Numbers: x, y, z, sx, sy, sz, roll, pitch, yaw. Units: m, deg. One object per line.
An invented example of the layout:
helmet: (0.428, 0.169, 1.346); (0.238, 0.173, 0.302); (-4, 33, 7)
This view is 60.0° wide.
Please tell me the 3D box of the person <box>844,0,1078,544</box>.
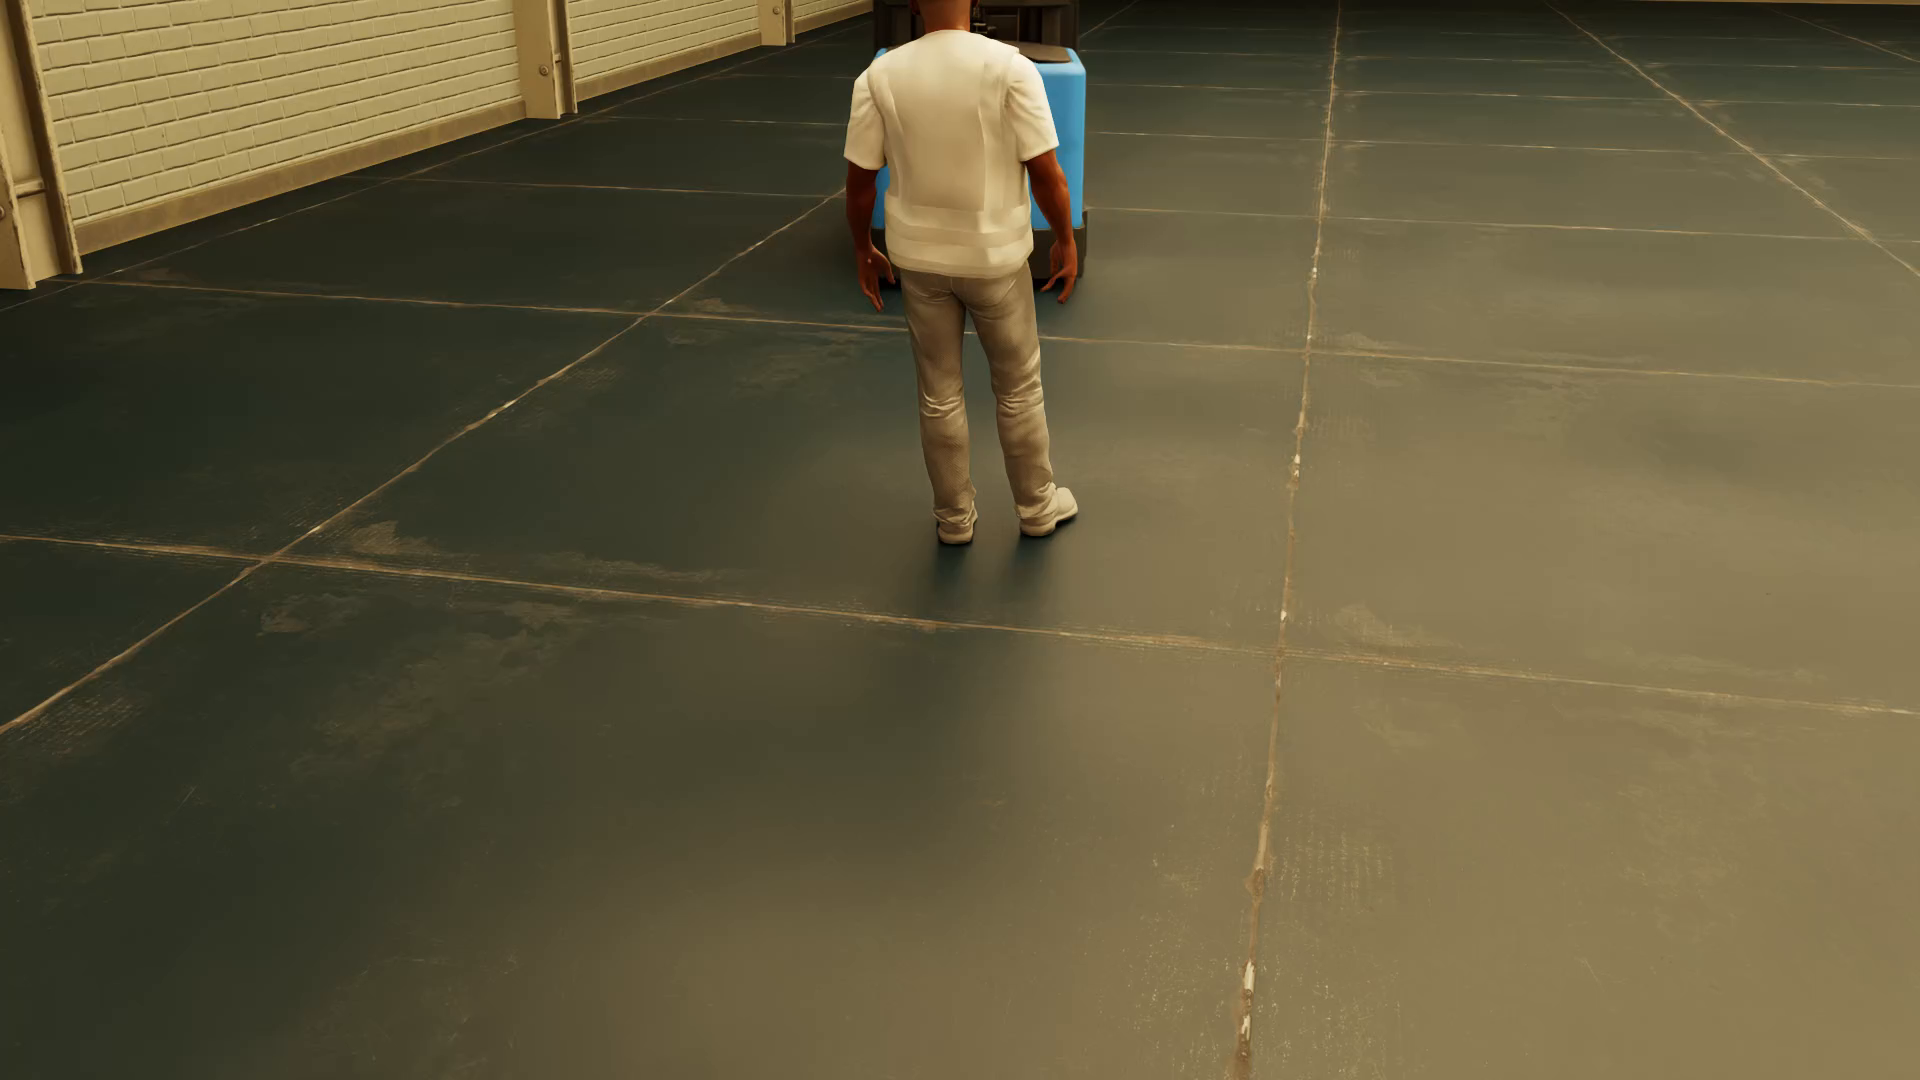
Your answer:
person: (0.021, -0.850, 4.874); (0.665, 1.765, 0.577); (5, 23, 11)

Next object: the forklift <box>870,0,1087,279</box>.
forklift: (0.083, -3.128, 8.939); (1.130, 2.935, 3.031); (0, 22, 0)
